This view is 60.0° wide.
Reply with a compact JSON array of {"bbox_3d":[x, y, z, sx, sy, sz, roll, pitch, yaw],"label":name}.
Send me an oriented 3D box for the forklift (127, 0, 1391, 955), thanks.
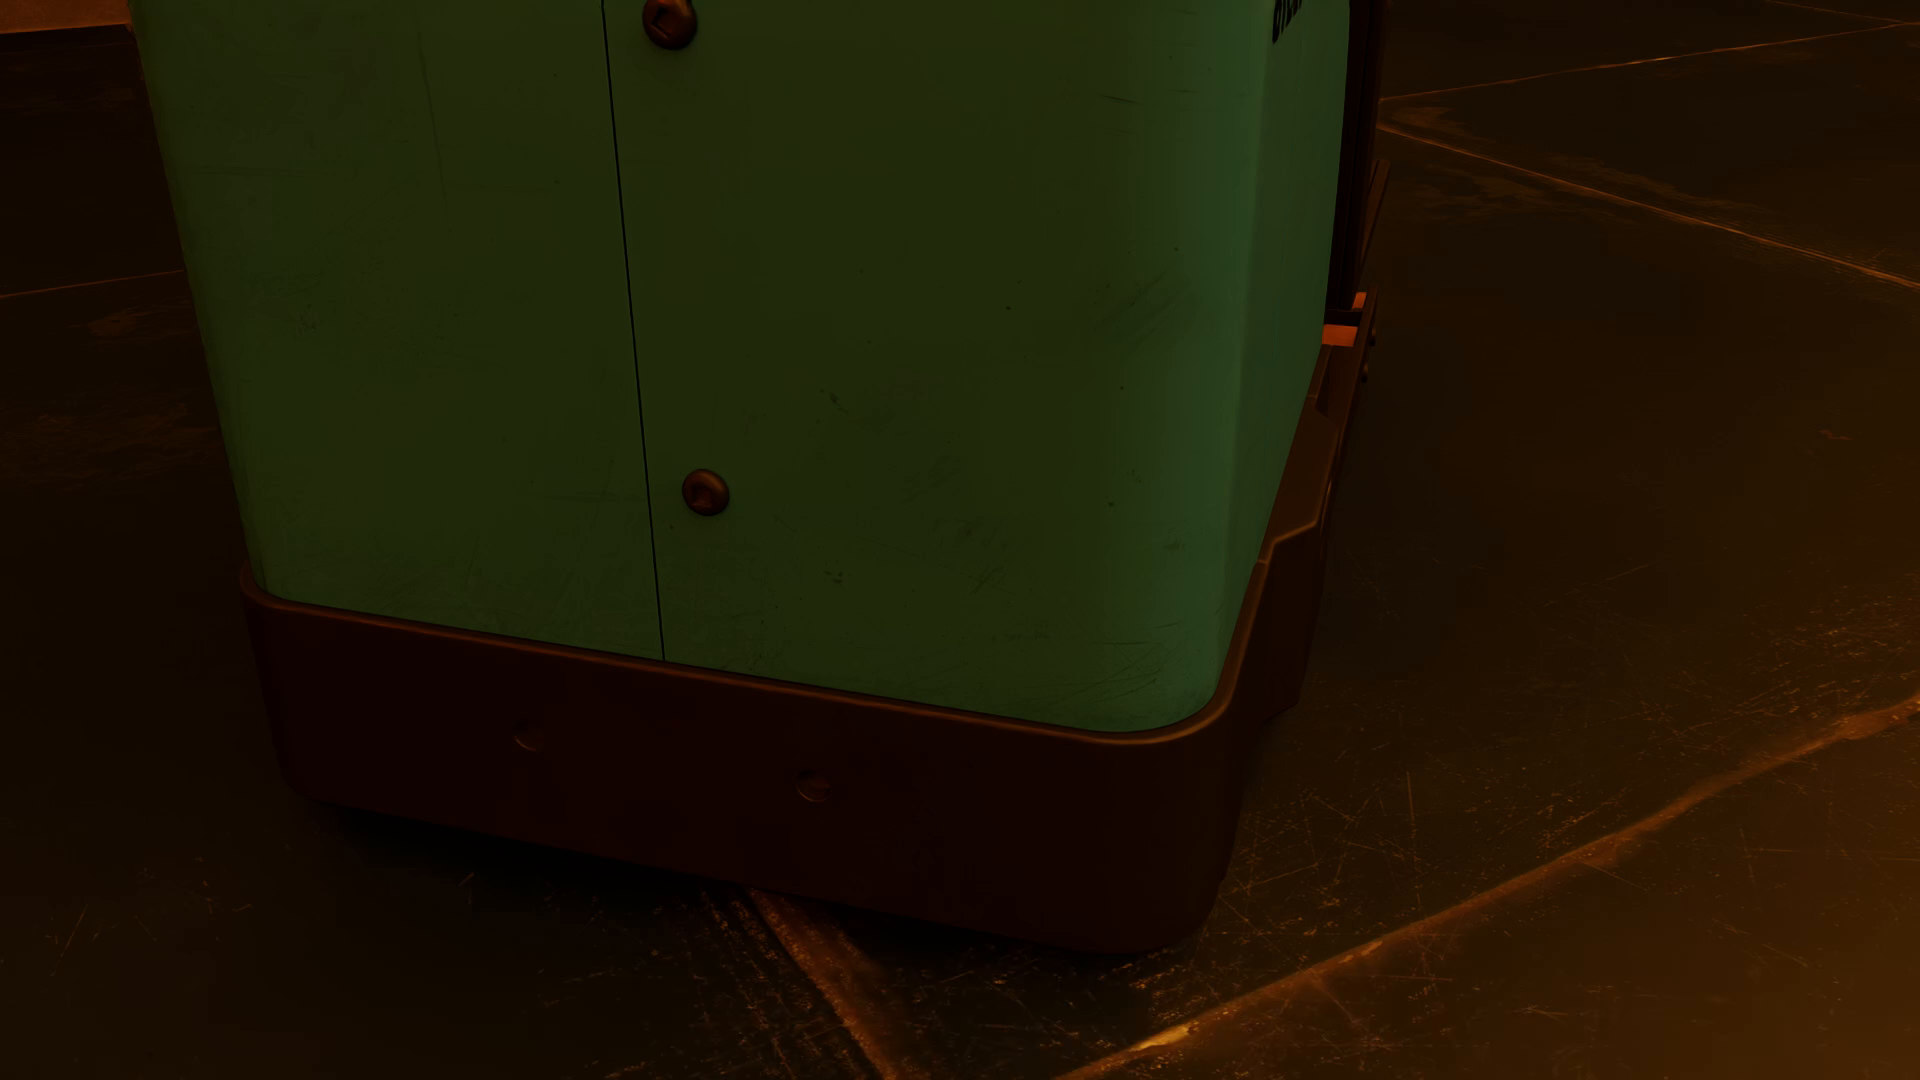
[{"bbox_3d":[0.149,-1.564,2.342,1.130,2.935,3.031,8,28,15],"label":"forklift"}]
